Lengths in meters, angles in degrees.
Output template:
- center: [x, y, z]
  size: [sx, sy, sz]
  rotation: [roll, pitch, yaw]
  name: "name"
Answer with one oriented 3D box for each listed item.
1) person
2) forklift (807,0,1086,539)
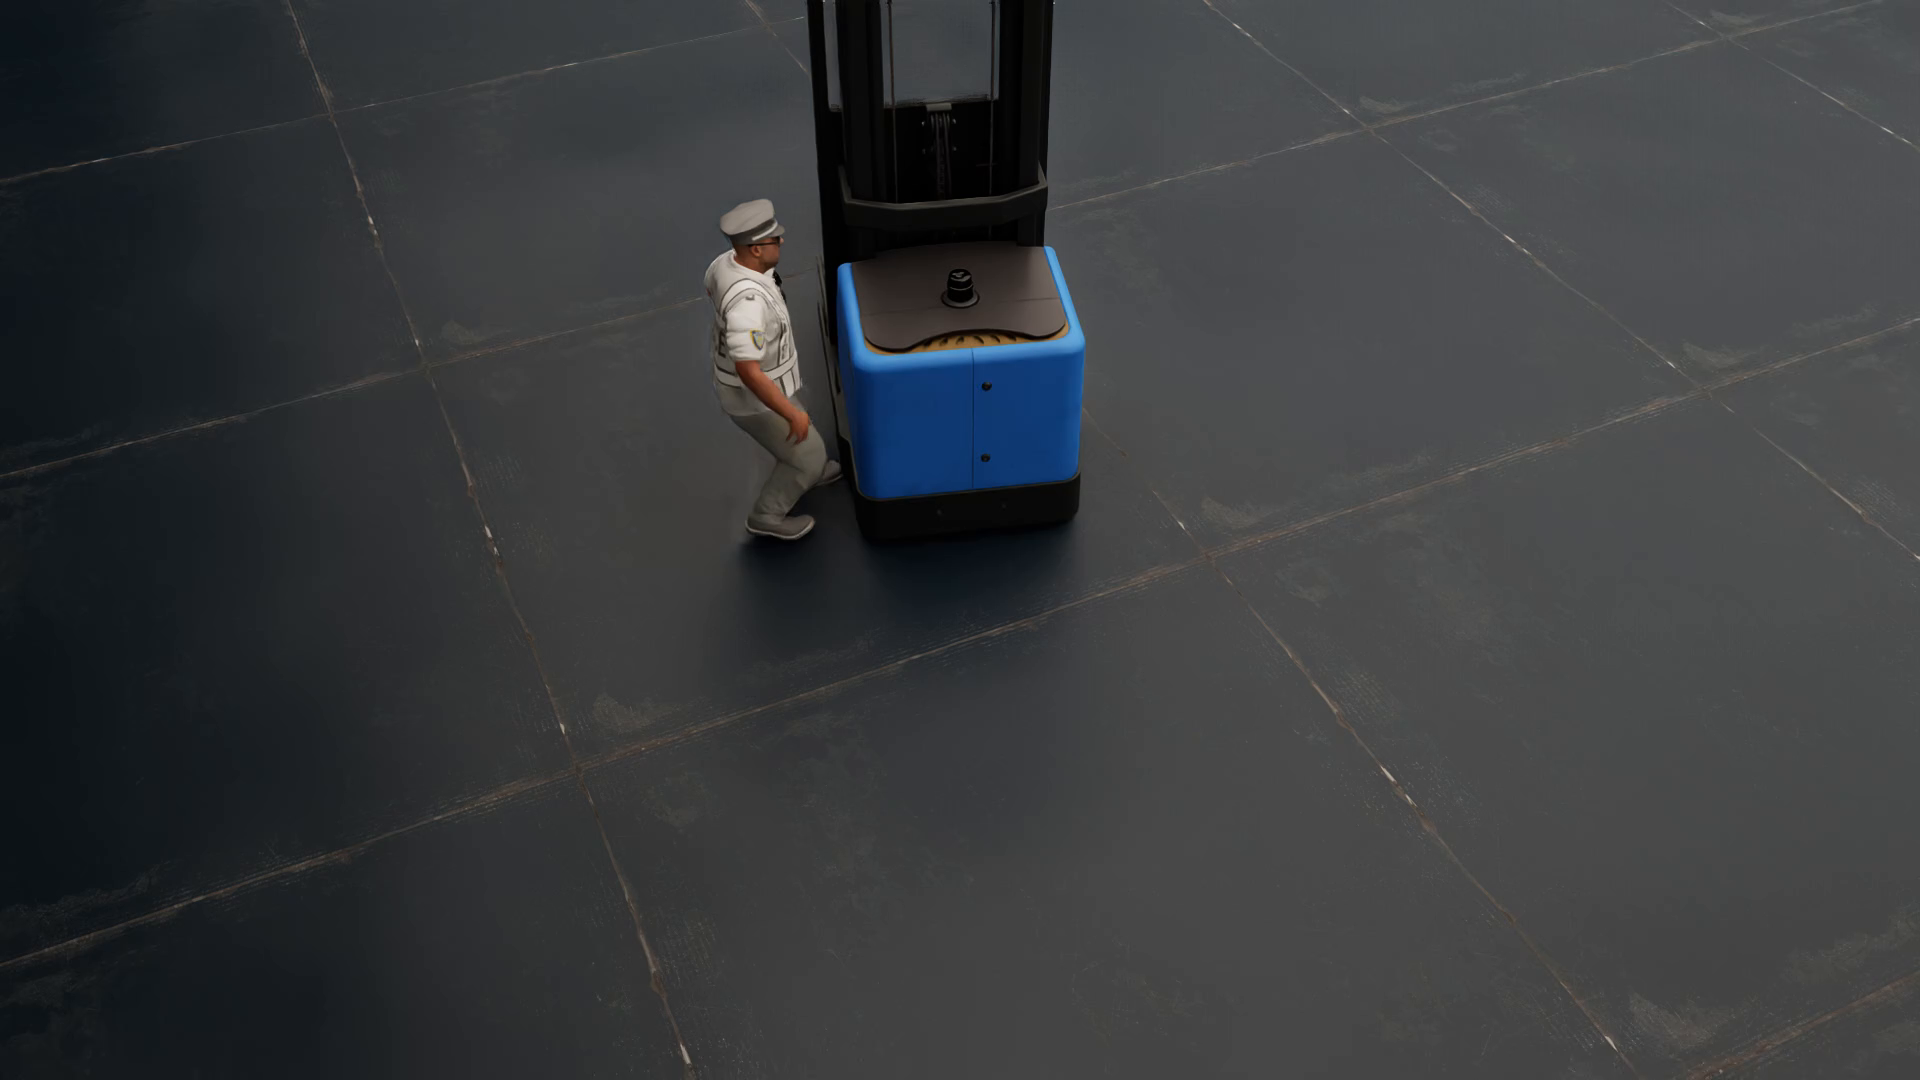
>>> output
- center: [-0.792, -0.731, 7.371]
  size: [0.594, 1.713, 0.901]
  rotation: [-10, 44, -10]
  name: "person"
- center: [-0.167, -2.087, 7.917]
  size: [1.130, 2.935, 3.031]
  rotation: [-6, 43, -6]
  name: "forklift"
